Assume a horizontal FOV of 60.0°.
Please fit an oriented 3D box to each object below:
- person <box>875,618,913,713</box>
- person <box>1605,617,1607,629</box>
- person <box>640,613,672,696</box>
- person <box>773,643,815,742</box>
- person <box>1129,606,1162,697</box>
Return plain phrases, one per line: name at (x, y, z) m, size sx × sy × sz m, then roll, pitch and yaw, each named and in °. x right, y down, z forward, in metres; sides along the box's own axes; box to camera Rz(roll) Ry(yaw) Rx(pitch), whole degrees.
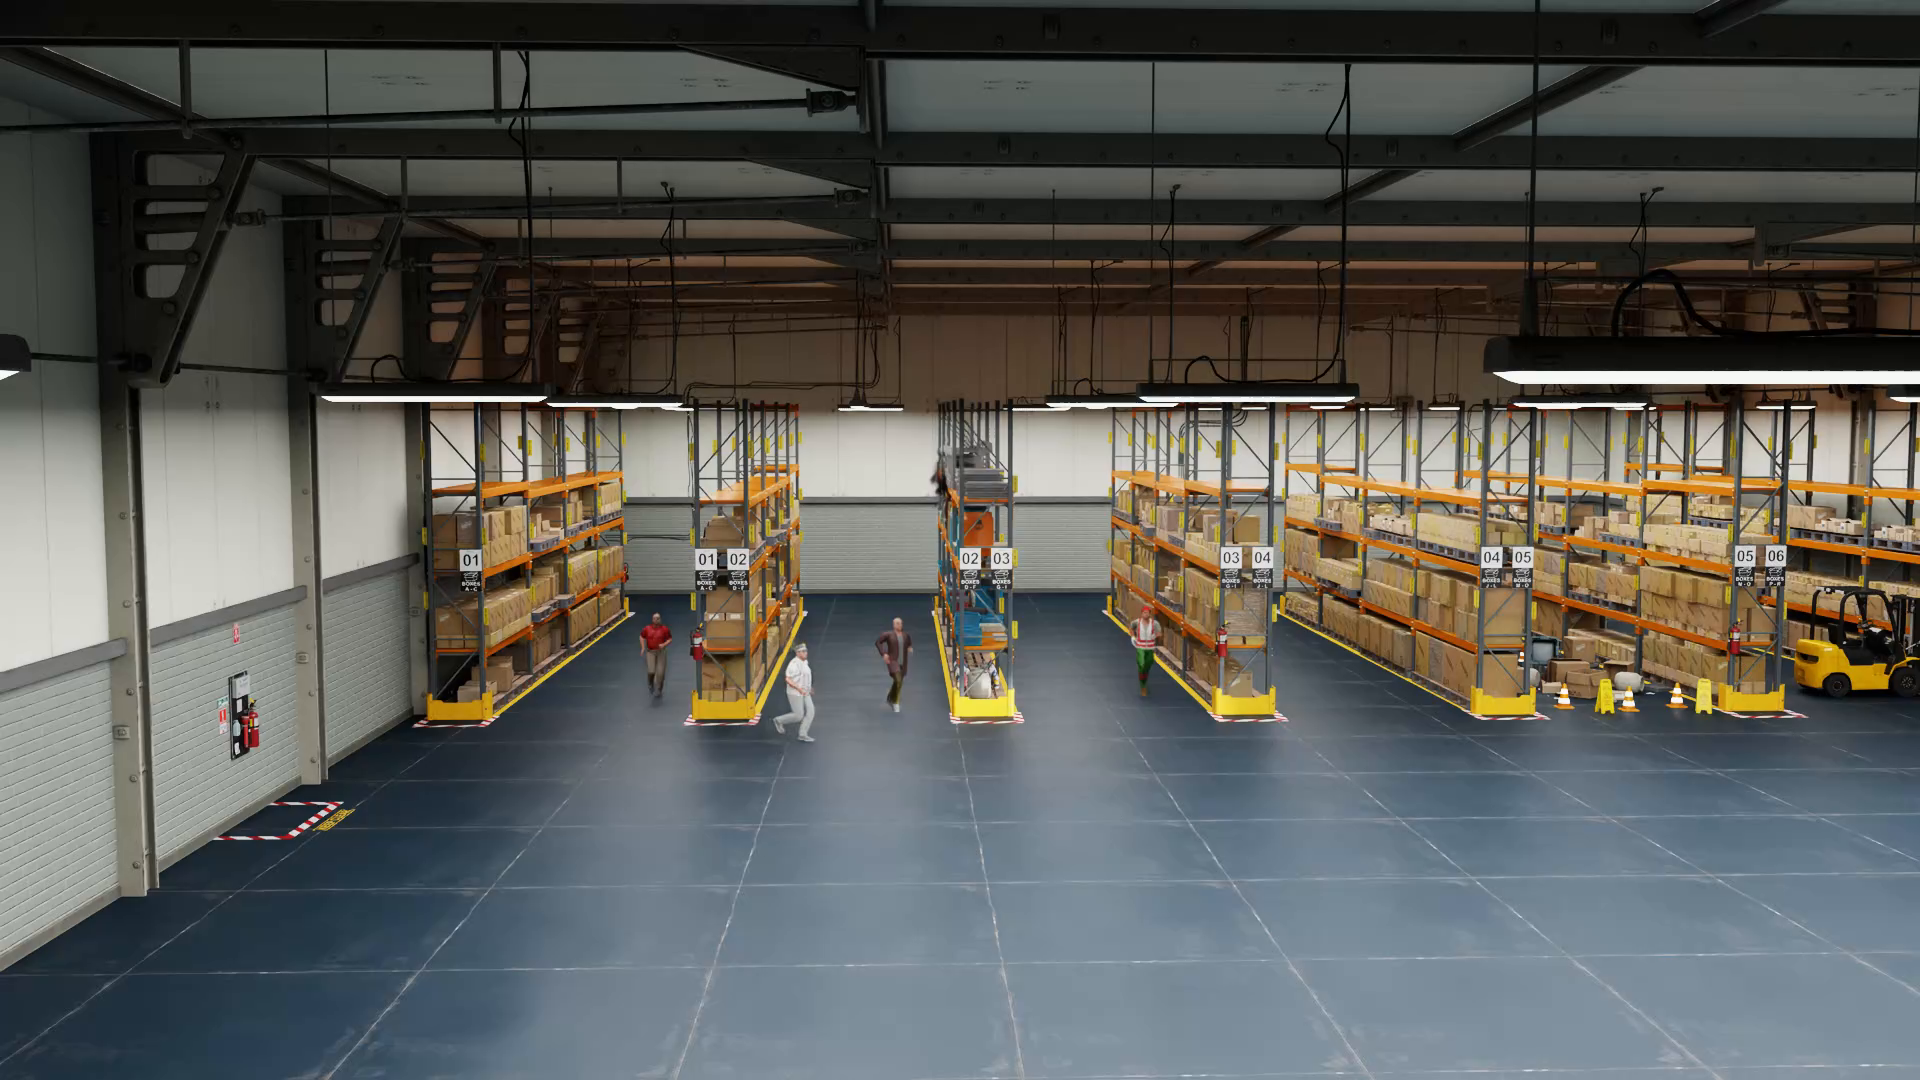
person at (-1.210, 2.417, 32.031) m, size 0.681 × 1.837 × 0.829 m, roll -3°, pitch 5°, yaw -34°
person at (16.885, 1.552, 43.904) m, size 0.625 × 1.652 × 0.591 m, roll -1°, pitch 4°, yaw -7°
person at (-6.136, 2.322, 33.566) m, size 0.650 × 1.682 × 0.611 m, roll -1°, pitch 4°, yaw -10°
person at (-2.874, 2.654, 29.085) m, size 0.754 × 1.740 × 0.654 m, roll 2°, pitch 5°, yaw 25°
person at (3.818, 2.257, 34.048) m, size 0.622 × 1.836 × 0.975 m, roll 0°, pitch 4°, yaw -6°
